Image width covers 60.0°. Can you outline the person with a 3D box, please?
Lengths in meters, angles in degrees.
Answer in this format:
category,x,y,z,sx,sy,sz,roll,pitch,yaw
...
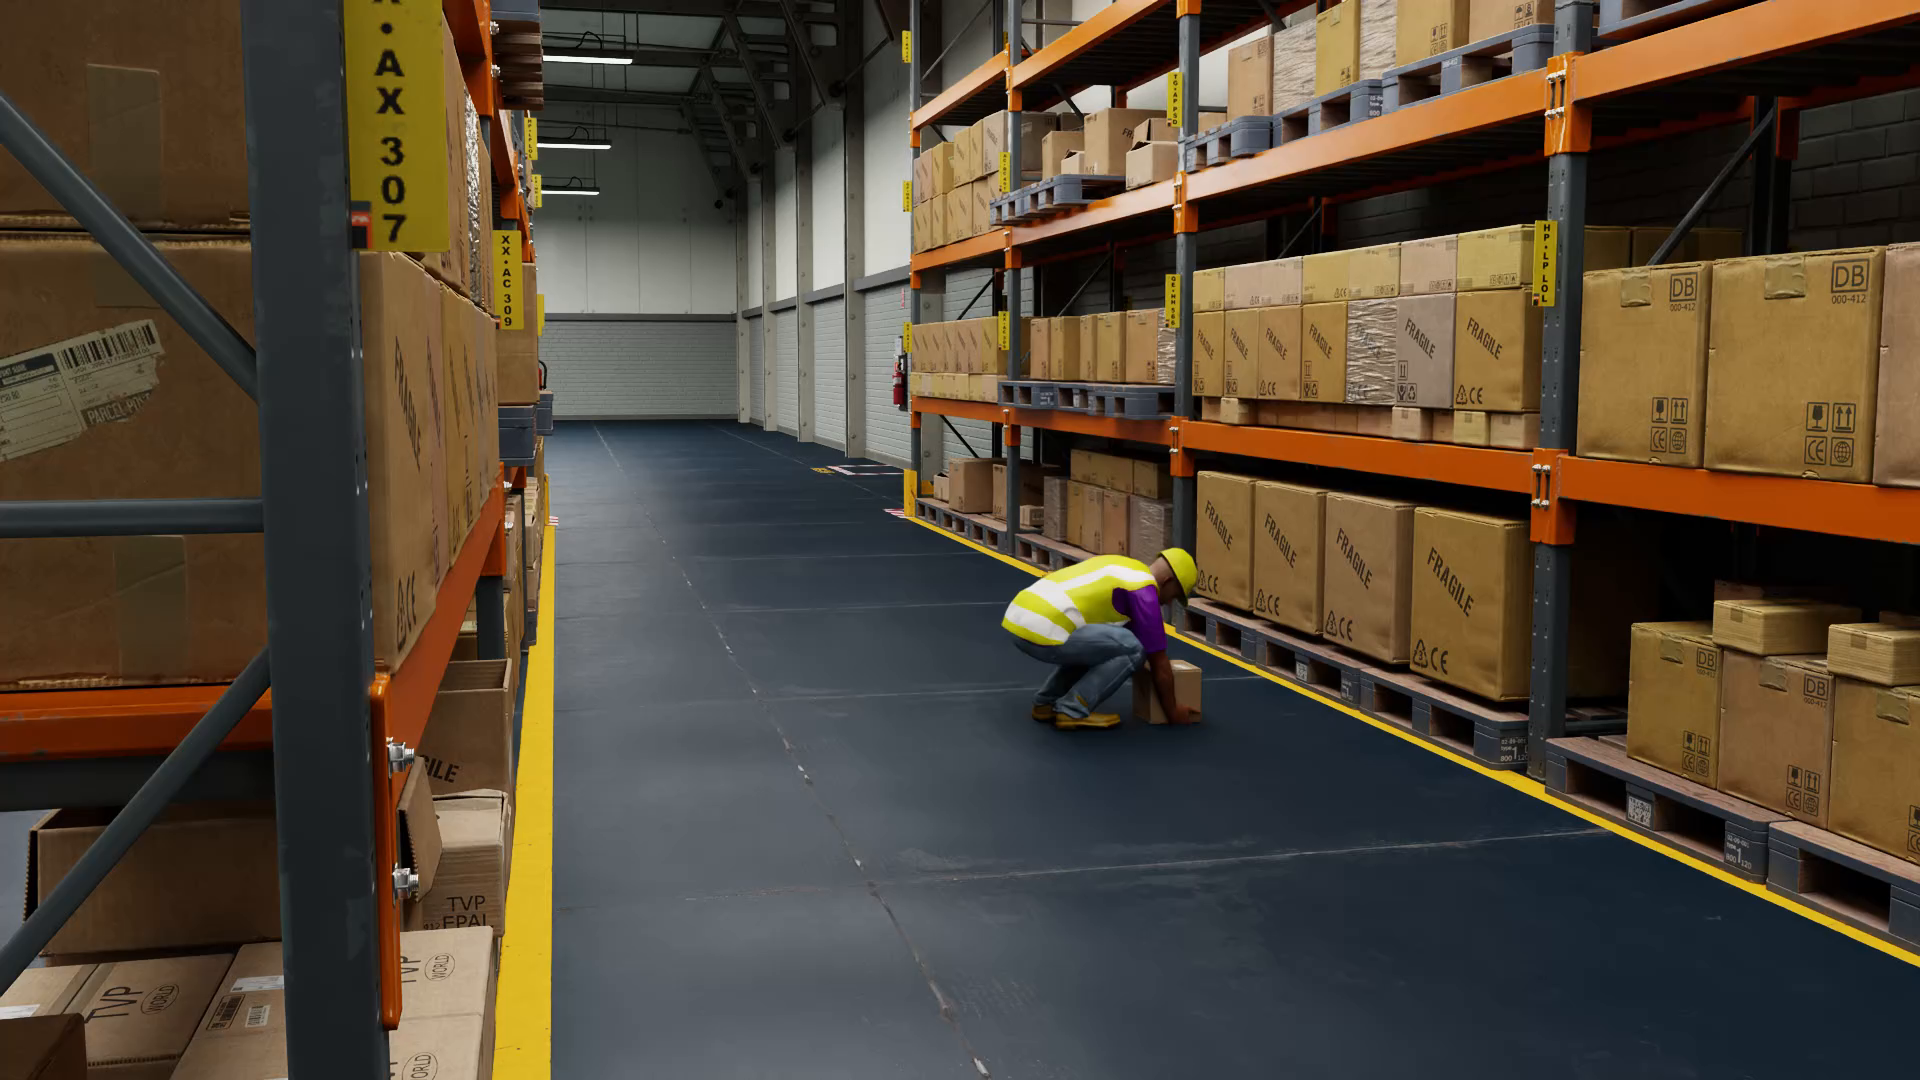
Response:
category,x,y,z,sx,sy,sz,roll,pitch,yaw
person,0.664,0.478,7.737,0.944,0.861,0.531,-2,6,-15
